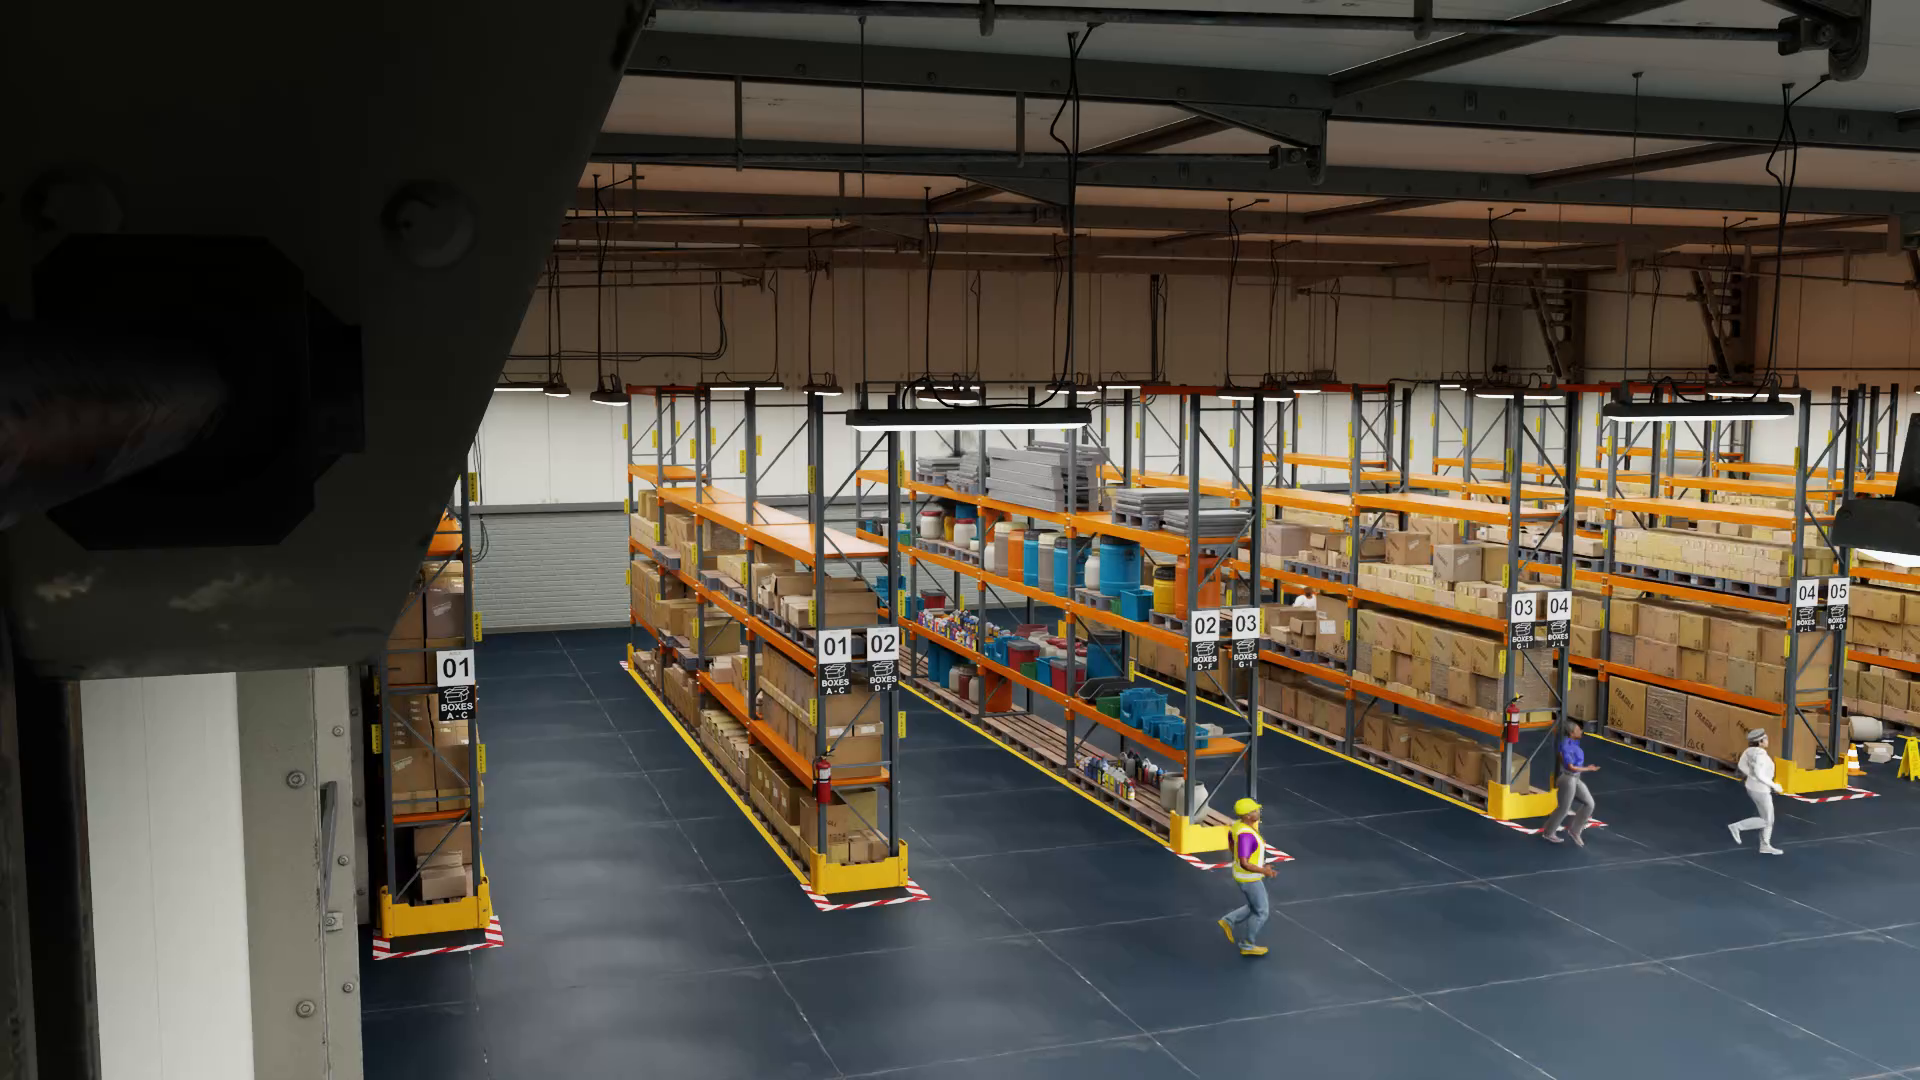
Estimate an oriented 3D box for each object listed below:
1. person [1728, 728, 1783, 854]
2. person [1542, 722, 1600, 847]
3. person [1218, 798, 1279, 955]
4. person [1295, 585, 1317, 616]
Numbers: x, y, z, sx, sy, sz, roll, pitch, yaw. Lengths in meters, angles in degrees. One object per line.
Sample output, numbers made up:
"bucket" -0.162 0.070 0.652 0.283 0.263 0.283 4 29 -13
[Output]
"person" 10.390 3.267 21.707 0.701 1.661 0.607 1 6 8
"person" 8.120 3.239 22.055 0.690 1.680 0.583 4 7 34
"person" 3.104 3.625 17.936 0.605 1.718 0.696 0 6 2
"person" 7.468 1.796 35.559 0.704 1.793 0.889 -2 6 -17
